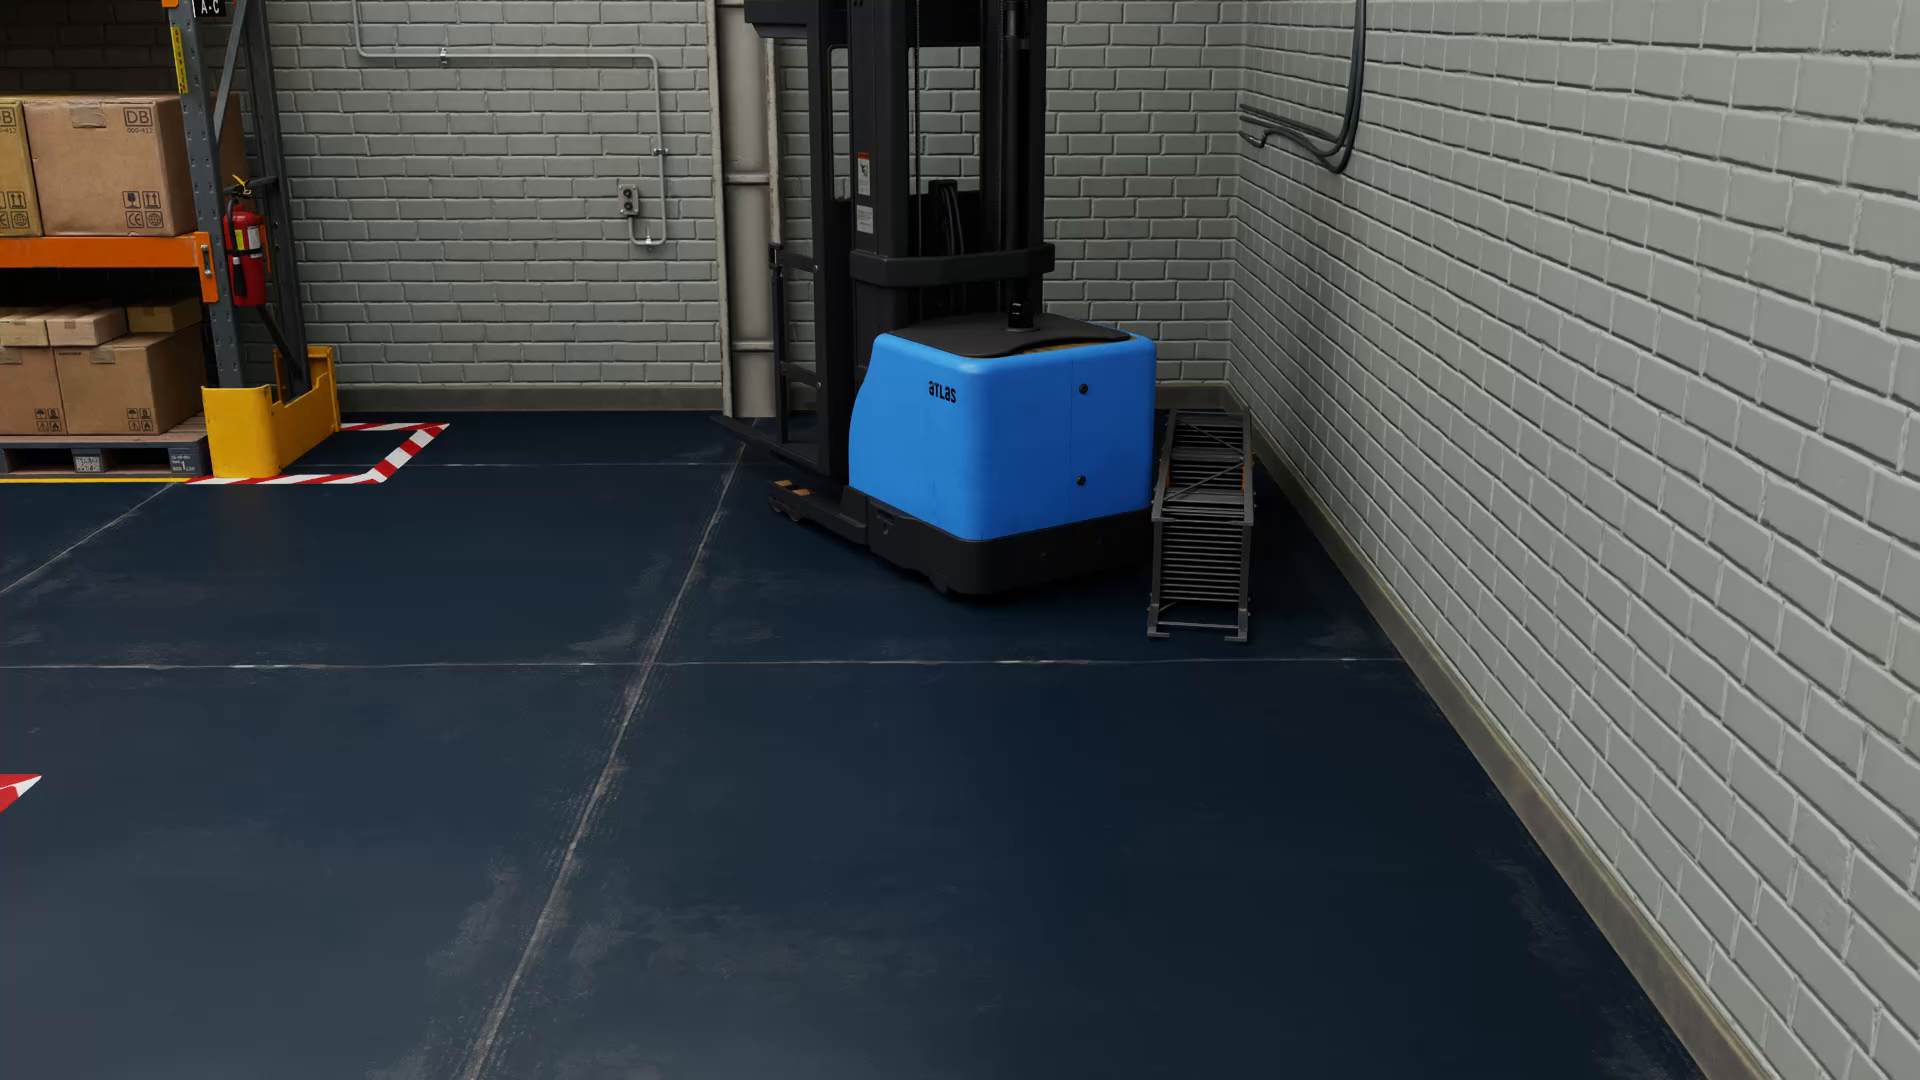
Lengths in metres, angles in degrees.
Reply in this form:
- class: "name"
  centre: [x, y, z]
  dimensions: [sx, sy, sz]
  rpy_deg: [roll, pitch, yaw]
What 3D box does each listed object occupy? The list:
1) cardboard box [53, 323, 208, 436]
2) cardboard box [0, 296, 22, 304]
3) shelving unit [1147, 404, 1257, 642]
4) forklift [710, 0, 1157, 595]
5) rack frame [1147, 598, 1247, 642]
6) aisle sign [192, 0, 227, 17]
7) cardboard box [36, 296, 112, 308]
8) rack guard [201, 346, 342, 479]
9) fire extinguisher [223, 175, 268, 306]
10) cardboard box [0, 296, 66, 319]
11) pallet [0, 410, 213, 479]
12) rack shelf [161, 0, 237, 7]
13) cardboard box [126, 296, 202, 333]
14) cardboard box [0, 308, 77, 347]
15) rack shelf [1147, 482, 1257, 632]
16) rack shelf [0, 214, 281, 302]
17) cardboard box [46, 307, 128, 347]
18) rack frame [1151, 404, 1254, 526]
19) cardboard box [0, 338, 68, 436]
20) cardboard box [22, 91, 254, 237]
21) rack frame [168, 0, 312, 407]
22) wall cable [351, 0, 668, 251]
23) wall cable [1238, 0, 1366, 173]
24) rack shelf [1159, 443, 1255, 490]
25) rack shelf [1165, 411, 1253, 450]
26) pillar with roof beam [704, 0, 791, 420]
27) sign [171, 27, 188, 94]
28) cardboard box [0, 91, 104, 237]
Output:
- class: "cardboard box"
  centre: [-4.664, -0.919, 9.407]
  dimensions: [0.500, 0.500, 0.700]
  rpy_deg: [0, 18, -1]
- class: "cardboard box"
  centre: [-5.554, -1.284, 9.484]
  dimensions: [0.250, 0.149, 0.380]
  rpy_deg: [0, 18, 0]
- class: "shelving unit"
  centre: [1.125, -0.147, 7.649]
  dimensions: [0.431, 0.503, 2.100]
  rpy_deg: [3, 17, 9]
- class: "forklift"
  centre: [-0.336, -1.556, 8.099]
  dimensions: [1.130, 2.935, 3.031]
  rpy_deg: [-11, 21, -31]
- class: "rack frame"
  centre: [1.124, 0.086, 7.721]
  dimensions: [0.400, 0.015, 2.100]
  rpy_deg: [3, 17, 9]
- class: "aisle sign"
  centre: [-3.889, -3.090, 8.513]
  dimensions: [0.004, 0.787, 0.394]
  rpy_deg: [0, 18, -1]
- class: "cardboard box"
  centre: [-5.049, -1.287, 9.492]
  dimensions: [0.250, 0.149, 0.380]
  rpy_deg: [0, 18, -1]
- class: "rack guard"
  centre: [-3.942, -0.753, 9.577]
  dimensions: [0.348, 0.500, 1.175]
  rpy_deg: [0, 18, -1]
- class: "fire extinguisher"
  centre: [-3.808, -1.589, 8.827]
  dimensions: [0.183, 0.674, 0.296]
  rpy_deg: [0, 18, -1]
- class: "cardboard box"
  centre: [-5.299, -1.286, 9.488]
  dimensions: [0.250, 0.149, 0.380]
  rpy_deg: [0, 18, 0]
- class: "pallet"
  centre: [-4.764, -0.588, 9.534]
  dimensions: [1.213, 0.211, 1.003]
  rpy_deg: [0, 18, -1]
- class: "rack shelf"
  centre: [-5.966, -3.019, 8.817]
  dimensions: [4.000, 0.370, 1.077]
  rpy_deg: [0, 18, -1]
- class: "cardboard box"
  centre: [-4.542, -1.290, 9.500]
  dimensions: [0.250, 0.149, 0.380]
  rpy_deg: [0, 18, 0]
- class: "cardboard box"
  centre: [-5.045, -1.170, 9.128]
  dimensions: [0.250, 0.149, 0.380]
  rpy_deg: [0, 18, 1]
- class: "rack shelf"
  centre: [1.012, 0.063, 6.976]
  dimensions: [0.431, 0.480, 0.518]
  rpy_deg: [3, 17, 9]
- class: "rack shelf"
  centre: [-5.966, -1.591, 9.275]
  dimensions: [4.000, 0.370, 1.077]
  rpy_deg: [0, 18, -1]
- class: "cardboard box"
  centre: [-4.790, -1.172, 9.132]
  dimensions: [0.250, 0.149, 0.380]
  rpy_deg: [0, 18, -2]
- class: "rack frame"
  centre: [1.125, -0.380, 7.576]
  dimensions: [0.400, 0.015, 2.100]
  rpy_deg: [3, 17, 9]
- class: "cardboard box"
  centre: [-5.165, -0.917, 9.399]
  dimensions: [0.500, 0.500, 0.700]
  rpy_deg: [0, 18, -1]
- class: "cardboard box"
  centre: [-4.476, -2.081, 9.132]
  dimensions: [0.700, 0.700, 0.980]
  rpy_deg: [1, 18, 2]
- class: "rack frame"
  centre: [-3.966, -1.943, 9.195]
  dimensions: [0.127, 3.000, 1.000]
  rpy_deg: [0, 18, -1]
- class: "wall cable"
  centre: [-2.701, -2.722, 9.960]
  dimensions: [1.851, 1.984, 0.084]
  rpy_deg: [0, 18, -1]
- class: "wall cable"
  centre: [1.695, -3.240, 8.498]
  dimensions: [0.112, 2.526, 3.097]
  rpy_deg: [0, 18, -1]
- class: "rack shelf"
  centre: [1.122, -0.143, 7.636]
  dimensions: [0.431, 0.480, 0.518]
  rpy_deg: [3, 17, 9]
- class: "rack shelf"
  centre: [1.233, -0.348, 8.296]
  dimensions: [0.431, 0.480, 0.518]
  rpy_deg: [3, 17, 9]
- class: "pillar with roof beam"
  centre: [-1.212, -3.762, 5.044]
  dimensions: [0.400, 9.000, 9.100]
  rpy_deg: [0, 18, -1]
- class: "sign"
  centre: [-3.971, -2.442, 8.465]
  dimensions: [0.005, 0.325, 0.100]
  rpy_deg: [0, 18, -1]
- class: "cardboard box"
  centre: [-5.203, -2.074, 9.110]
  dimensions: [0.700, 0.700, 0.980]
  rpy_deg: [0, 18, -1]
